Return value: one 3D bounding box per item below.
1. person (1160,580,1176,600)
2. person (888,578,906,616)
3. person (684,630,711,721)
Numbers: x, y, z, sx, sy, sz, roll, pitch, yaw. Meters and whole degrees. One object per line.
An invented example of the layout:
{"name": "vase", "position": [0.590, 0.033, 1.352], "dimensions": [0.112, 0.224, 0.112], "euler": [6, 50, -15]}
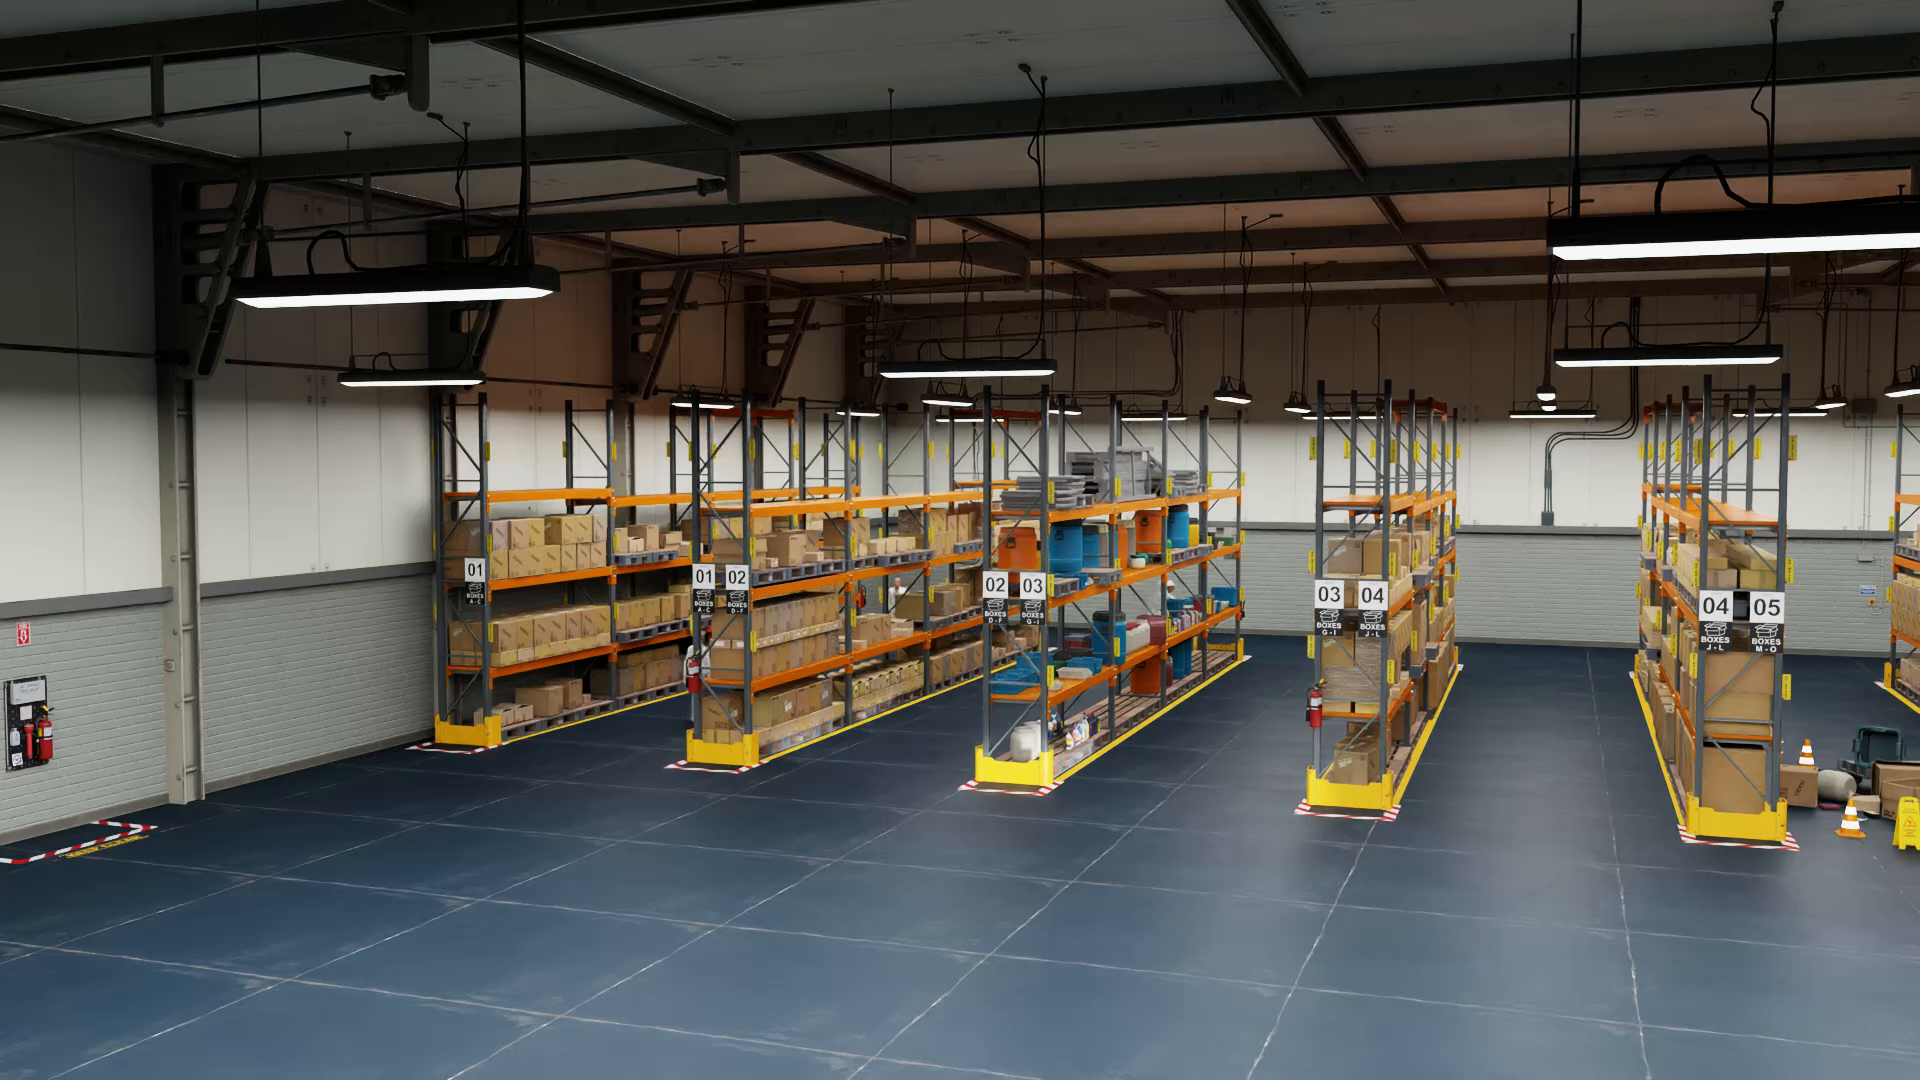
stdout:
{"name": "person", "position": [5.152, 1.893, 41.630], "dimensions": [0.701, 1.777, 0.620], "euler": [2, 4, 33]}
{"name": "person", "position": [-1.627, 1.833, 42.688], "dimensions": [0.671, 1.723, 1.098], "euler": [0, 3, 9]}
{"name": "person", "position": [-4.854, 2.548, 30.835], "dimensions": [0.518, 1.736, 0.580], "euler": [1, 3, 13]}
